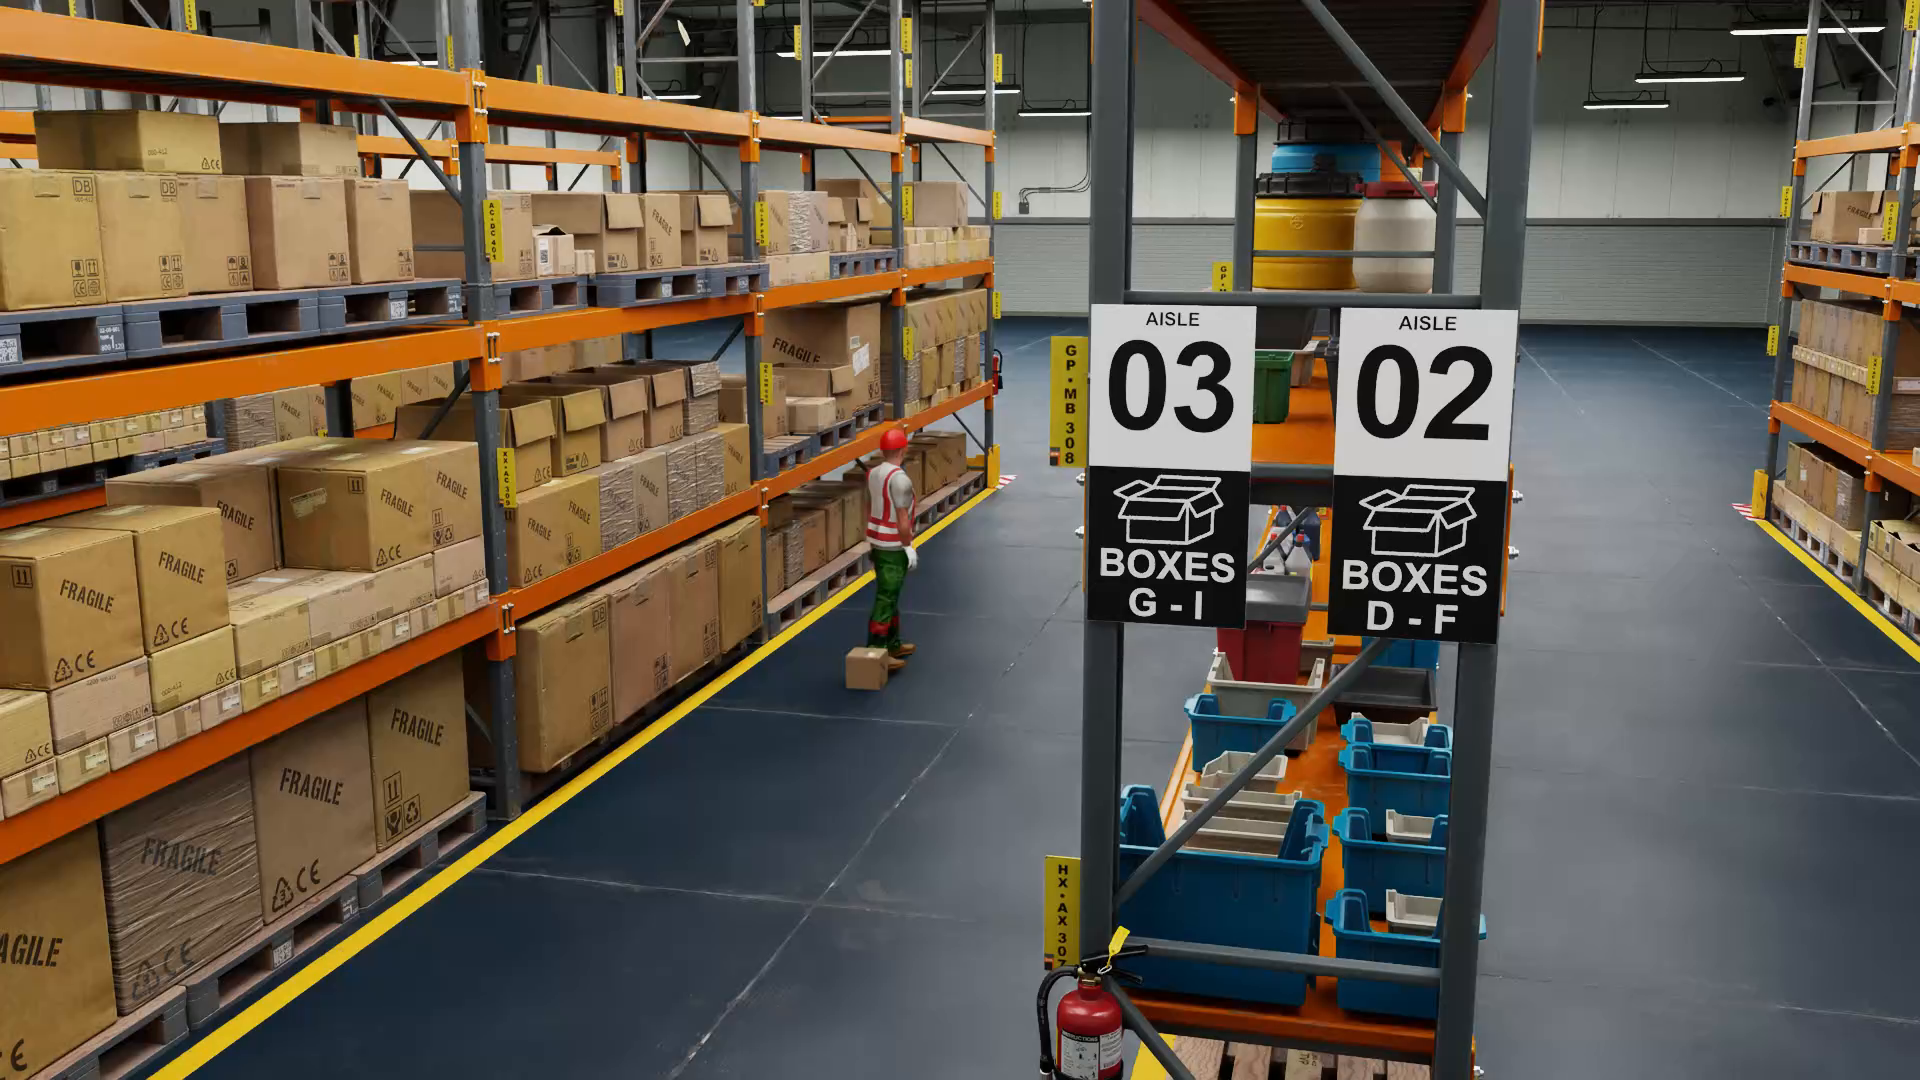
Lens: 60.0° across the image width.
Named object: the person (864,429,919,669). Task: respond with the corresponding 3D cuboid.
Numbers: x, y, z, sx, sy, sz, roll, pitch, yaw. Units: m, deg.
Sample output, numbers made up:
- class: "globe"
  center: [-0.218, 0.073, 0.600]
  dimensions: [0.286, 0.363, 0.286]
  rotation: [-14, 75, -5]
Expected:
- class: "person"
  center: [-0.508, 0.056, 12.545]
  dimensions: [0.531, 1.792, 0.564]
  rotation: [-6, 13, -26]
